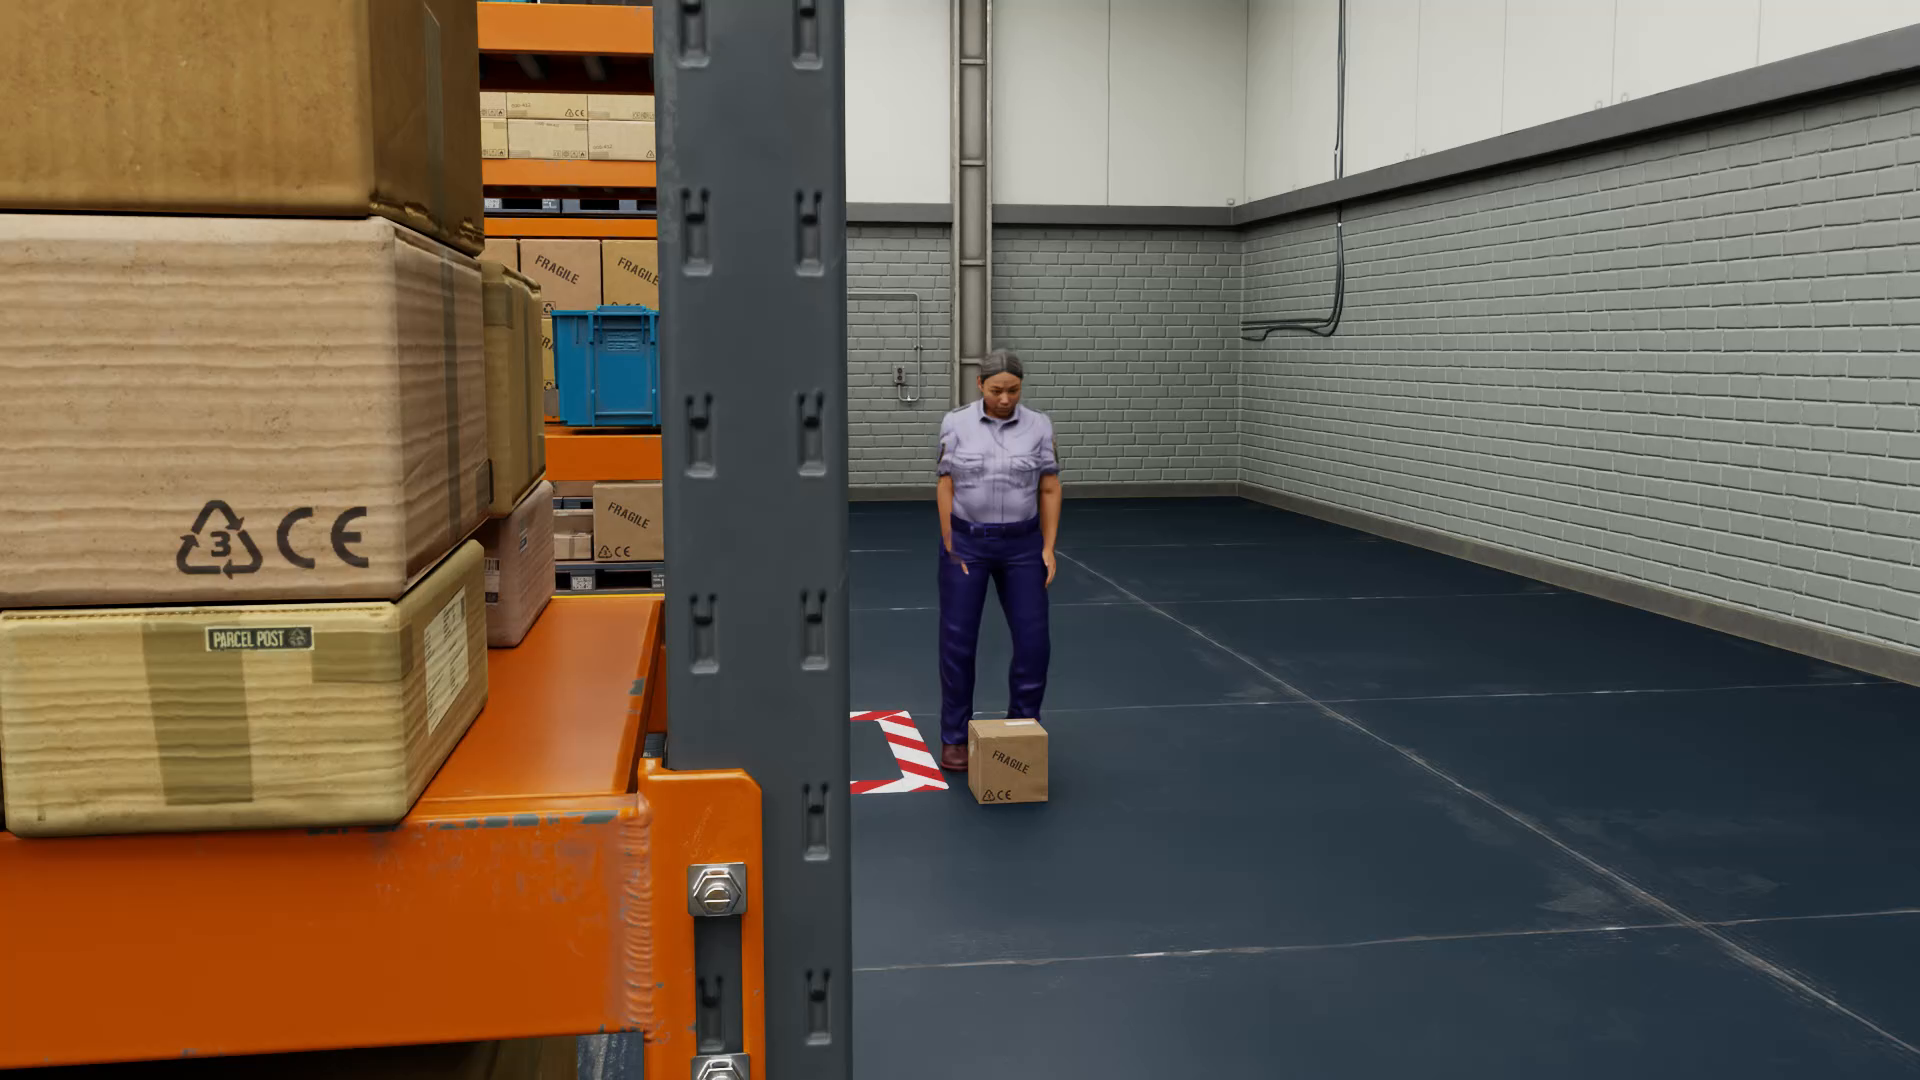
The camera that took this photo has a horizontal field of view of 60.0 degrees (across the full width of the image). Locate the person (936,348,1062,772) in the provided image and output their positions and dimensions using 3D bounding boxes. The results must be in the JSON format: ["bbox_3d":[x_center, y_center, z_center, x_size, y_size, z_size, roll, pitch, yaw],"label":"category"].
[{"bbox_3d":[0.151,0.073,6.449,0.489,1.621,0.372,0,7,-4],"label":"person"}]
